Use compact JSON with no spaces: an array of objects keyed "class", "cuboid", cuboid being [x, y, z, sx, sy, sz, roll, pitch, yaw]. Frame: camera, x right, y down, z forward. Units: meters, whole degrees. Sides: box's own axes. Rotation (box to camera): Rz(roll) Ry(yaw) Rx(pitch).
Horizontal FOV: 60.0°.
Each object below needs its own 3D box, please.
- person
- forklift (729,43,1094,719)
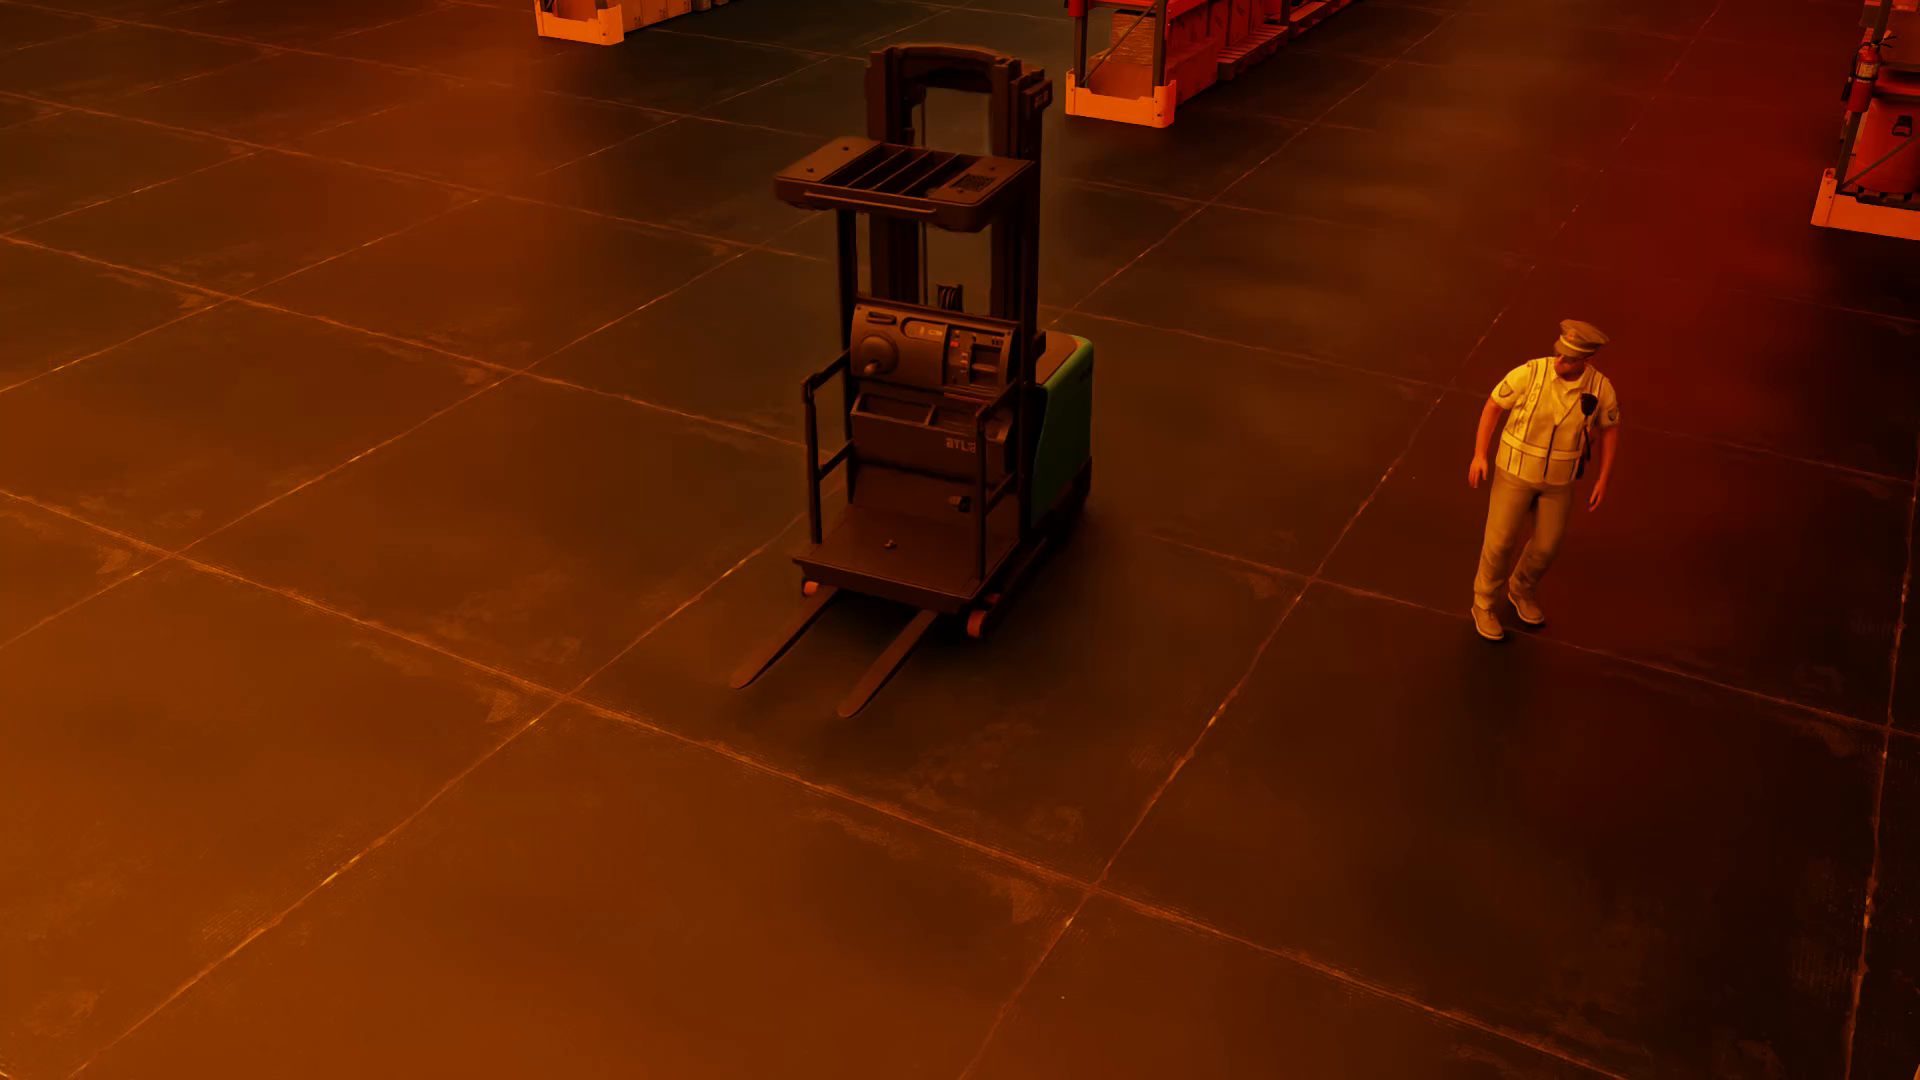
[{"class":"person","cuboid":[3.085,-0.321,8.809,0.738,1.749,0.537,3,30,5]},{"class":"forklift","cuboid":[-0.241,-0.973,8.756,1.130,2.935,3.031,12,32,20]}]
